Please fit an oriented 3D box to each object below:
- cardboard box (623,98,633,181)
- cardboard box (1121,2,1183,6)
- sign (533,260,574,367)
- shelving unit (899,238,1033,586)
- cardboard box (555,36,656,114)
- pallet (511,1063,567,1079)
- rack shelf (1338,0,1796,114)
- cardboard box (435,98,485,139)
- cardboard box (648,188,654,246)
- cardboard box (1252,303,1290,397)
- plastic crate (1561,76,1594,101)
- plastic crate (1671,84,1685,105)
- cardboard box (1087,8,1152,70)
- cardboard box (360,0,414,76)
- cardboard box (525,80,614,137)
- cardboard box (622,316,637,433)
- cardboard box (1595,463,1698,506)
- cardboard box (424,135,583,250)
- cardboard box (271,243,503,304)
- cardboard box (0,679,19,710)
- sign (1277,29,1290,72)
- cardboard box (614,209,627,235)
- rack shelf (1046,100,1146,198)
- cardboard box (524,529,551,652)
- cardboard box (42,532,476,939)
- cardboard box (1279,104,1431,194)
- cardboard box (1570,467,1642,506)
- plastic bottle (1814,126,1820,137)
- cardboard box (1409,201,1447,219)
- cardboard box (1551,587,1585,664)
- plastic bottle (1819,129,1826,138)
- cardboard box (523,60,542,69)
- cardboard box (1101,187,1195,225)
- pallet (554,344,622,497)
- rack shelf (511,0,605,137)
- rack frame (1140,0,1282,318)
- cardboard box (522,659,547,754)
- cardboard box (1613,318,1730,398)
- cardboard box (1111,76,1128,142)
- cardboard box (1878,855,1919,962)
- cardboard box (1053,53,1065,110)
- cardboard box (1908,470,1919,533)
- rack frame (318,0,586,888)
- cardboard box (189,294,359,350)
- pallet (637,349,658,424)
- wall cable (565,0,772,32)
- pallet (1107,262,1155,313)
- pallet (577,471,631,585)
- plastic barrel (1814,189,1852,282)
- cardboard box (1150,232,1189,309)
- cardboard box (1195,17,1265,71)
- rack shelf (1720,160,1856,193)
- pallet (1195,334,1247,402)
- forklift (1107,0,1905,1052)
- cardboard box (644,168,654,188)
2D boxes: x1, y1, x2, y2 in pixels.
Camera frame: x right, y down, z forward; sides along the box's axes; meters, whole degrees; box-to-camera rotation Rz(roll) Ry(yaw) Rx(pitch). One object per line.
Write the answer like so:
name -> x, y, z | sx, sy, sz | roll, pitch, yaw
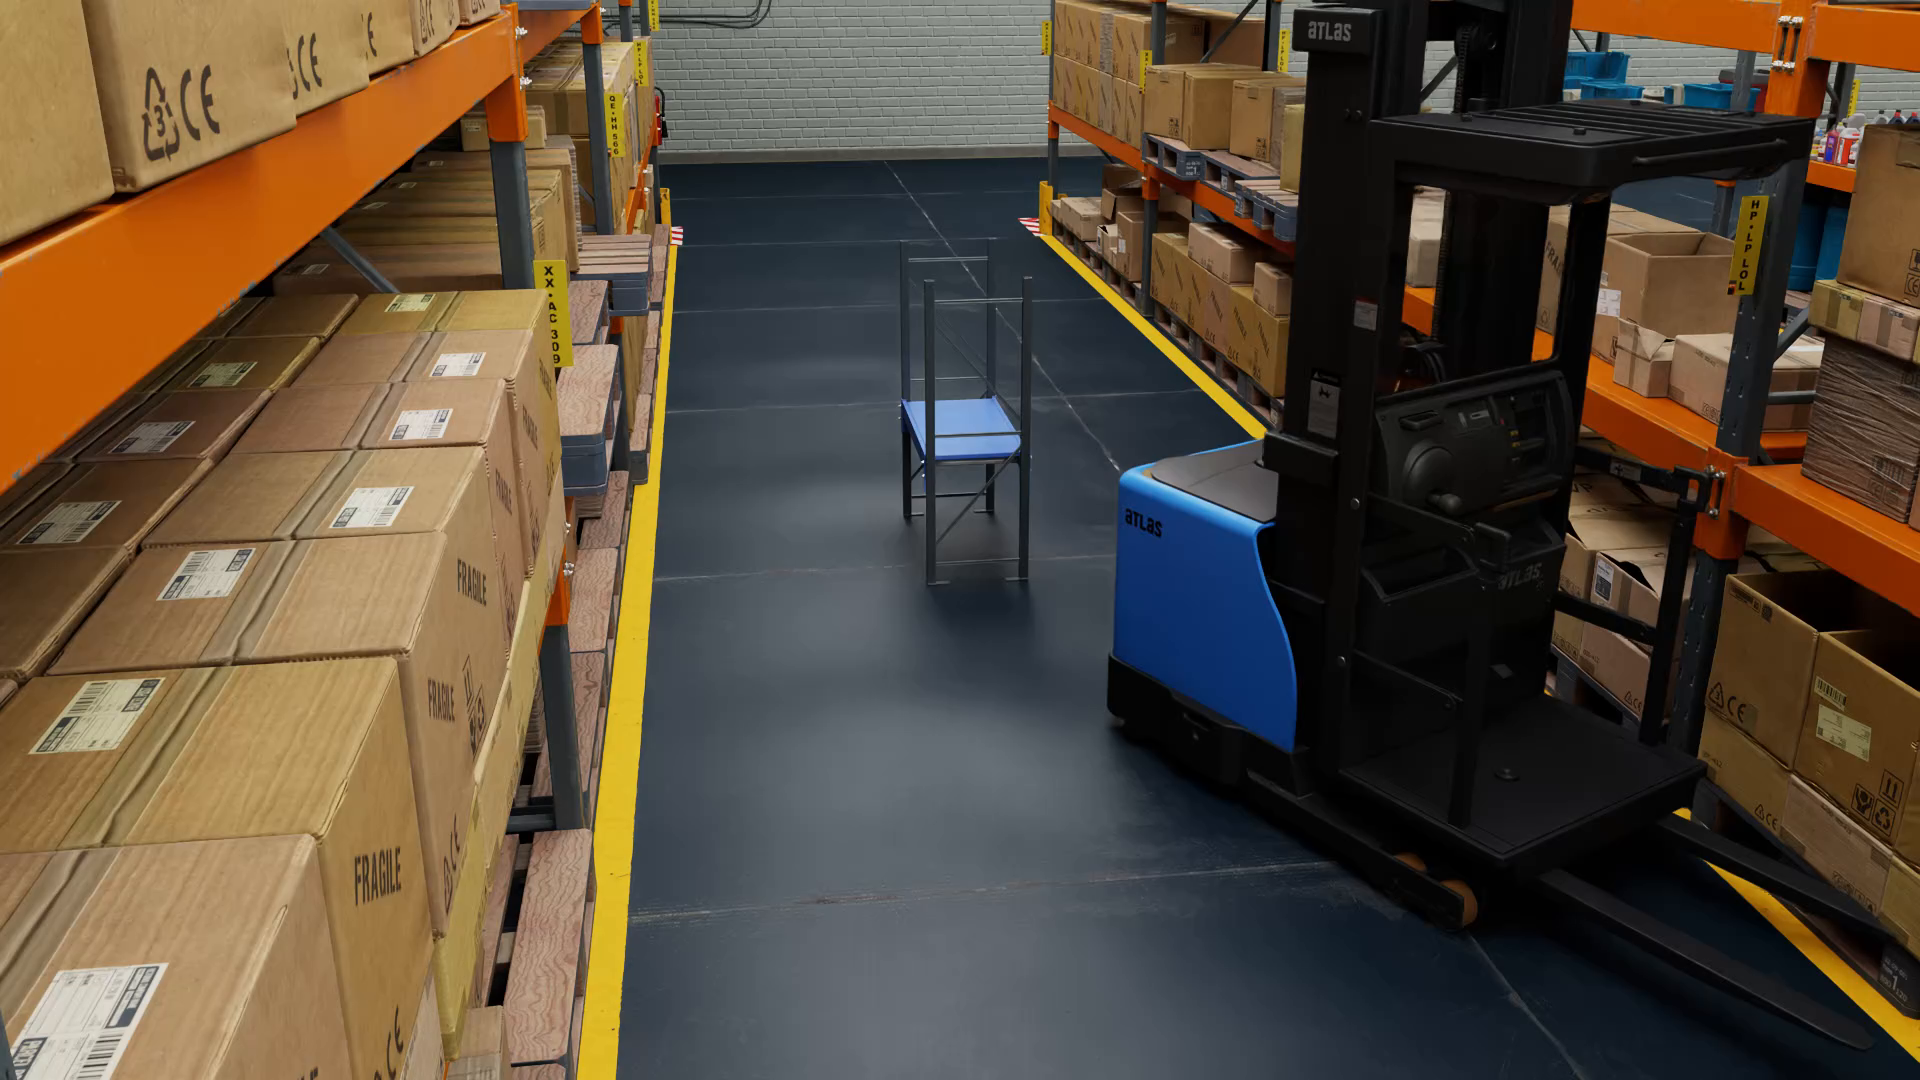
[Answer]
cardboard box -> -2.377, -2.540, 10.632 | 0.500, 0.500, 0.500 | -2, 21, -6
cardboard box -> 1.817, -4.851, 15.844 | 0.500, 0.500, 0.500 | -2, 21, -6
sign -> -1.228, -0.680, 5.013 | 0.100, 0.325, 0.005 | -3, 21, -8
shelving unit -> 0.012, -0.673, 8.375 | 0.538, 1.500, 1.048 | -3, 21, -8
cardboard box -> -3.411, -4.364, 15.684 | 0.980, 0.700, 0.700 | -2, 21, -5
pallet -> -1.453, 1.716, 3.821 | 1.003, 0.211, 1.213 | -3, 21, -8
rack shelf -> 2.849, -2.256, 7.211 | 1.077, 0.370, 4.000 | -3, 21, -8
cardboard box -> -2.663, -2.320, 8.973 | 0.500, 0.250, 0.500 | -2, 21, -6
cardboard box -> -3.222, -3.015, 15.473 | 0.700, 0.500, 0.500 | -3, 21, -8
cardboard box -> 2.193, -1.228, 10.660 | 0.500, 0.500, 0.500 | -2, 21, -6
plastic crate -> 6.114, -4.519, 16.681 | 0.416, 0.233, 0.300 | -3, 21, -8
plastic crate -> 6.848, -4.025, 15.289 | 0.437, 0.282, 0.530 | -3, 21, -8
cardboard box -> 1.435, -4.469, 14.822 | 0.500, 0.500, 0.500 | -3, 21, -8
cardboard box -> -1.208, -1.001, 2.651 | 0.500, 0.500, 0.500 | -2, 21, -4
cardboard box -> -2.155, -2.357, 9.070 | 0.500, 0.250, 0.500 | -2, 21, -6
cardboard box -> -2.317, -1.080, 9.794 | 0.750, 0.750, 0.750 | -3, 21, -8
cardboard box -> 3.181, -0.175, 7.427 | 0.500, 0.311, 0.500 | -4, 21, -10
cardboard box -> -2.263, -1.720, 8.263 | 0.700, 0.500, 0.500 | -5, 21, -14
cardboard box -> -1.804, -0.675, 5.466 | 0.700, 0.500, 0.500 | -3, 21, -8
cardboard box -> -1.529, 0.523, 2.144 | 0.500, 0.500, 0.500 | -3, 21, -7
sign -> 2.533, -3.837, 13.048 | 0.100, 0.325, 0.005 | -3, 21, -8
cardboard box -> -2.141, -1.831, 9.662 | 0.380, 0.149, 0.250 | -2, 21, -6
rack shelf -> 1.696, -3.621, 15.152 | 1.077, 0.370, 4.000 | -3, 21, -8
cardboard box -> -1.332, 0.138, 4.246 | 0.500, 0.250, 0.500 | -3, 21, -8
cardboard box -> -1.089, 0.319, 2.690 | 0.500, 0.500, 0.500 | -4, 21, -10
cardboard box -> 2.358, -2.337, 9.942 | 0.700, 0.500, 0.500 | -10, 23, -26
cardboard box -> 2.644, -0.146, 7.347 | 0.500, 0.311, 0.500 | -3, 21, -8
plastic bottle -> 6.618, -3.106, 12.929 | 0.097, 0.271, 0.097 | 0, 20, 0
cardboard box -> 2.570, -1.711, 9.137 | 0.500, 0.311, 0.500 | -2, 21, -4
cardboard box -> 2.719, 0.291, 6.978 | 0.500, 0.250, 0.500 | -3, 21, -9
plastic bottle -> 6.749, -3.128, 13.087 | 0.097, 0.201, 0.097 | 0, 20, 0
cardboard box -> -2.879, -2.854, 10.402 | 0.500, 0.250, 0.500 | -3, 21, -9
cardboard box -> 1.708, -2.952, 15.273 | 0.797, 0.503, 0.637 | -3, 21, -8
pallet -> -1.731, -0.427, 5.846 | 1.003, 0.211, 1.213 | -3, 21, -8
rack shelf -> -2.053, -2.005, 6.539 | 1.077, 0.370, 4.000 | -3, 21, -8
rack frame -> 1.984, -3.266, 13.172 | 1.000, 3.000, 0.127 | -3, 21, -8
cardboard box -> -1.887, 0.466, 6.124 | 0.700, 0.500, 0.500 | -2, 21, -6
cardboard box -> 2.829, -0.728, 6.570 | 0.396, 0.266, 0.258 | -3, 21, -9
cardboard box -> 1.582, -3.651, 14.061 | 0.500, 0.500, 0.500 | -2, 21, -6
cardboard box -> 3.038, 1.118, 4.765 | 0.500, 0.250, 0.500 | -3, 21, -8
cardboard box -> 1.210, -4.530, 16.416 | 0.500, 0.500, 0.500 | -2, 21, -7
cardboard box -> 3.290, -0.207, 4.840 | 0.700, 0.500, 0.500 | -3, 21, -8
rack frame -> -1.764, -0.245, 5.084 | 1.000, 3.000, 0.127 | -3, 21, -8
cardboard box -> -1.903, -0.362, 4.512 | 0.500, 0.500, 0.500 | -3, 21, -9
pallet -> -2.553, -1.022, 11.149 | 1.003, 0.211, 1.213 | -3, 21, -8
wall cable -> -3.956, -7.731, 20.993 | 3.097, 2.526, 0.112 | -3, 21, -8
pallet -> 1.886, -2.197, 14.297 | 1.003, 0.211, 1.213 | -3, 21, -8
pallet -> -2.230, -0.053, 8.555 | 1.003, 0.211, 1.213 | -3, 21, -8
plastic barrel -> 7.050, -2.294, 12.969 | 0.600, 0.901, 0.708 | -3, 21, -8
cardboard box -> 1.812, -2.121, 13.052 | 0.500, 0.500, 0.500 | -4, 21, -10
cardboard box -> 2.194, -3.958, 13.455 | 0.500, 0.500, 0.500 | -2, 21, -6
rack shelf -> 7.174, -2.485, 12.110 | 1.077, 0.370, 4.000 | -3, 21, -8
pallet -> 2.318, -1.256, 11.778 | 1.003, 0.211, 1.213 | -3, 21, -8
forklift -> 1.837, -0.306, 5.346 | 1.130, 2.935, 3.031 | -13, 24, -32
cardboard box -> -3.058, -3.368, 15.492 | 0.380, 0.149, 0.250 | -2, 21, -6
